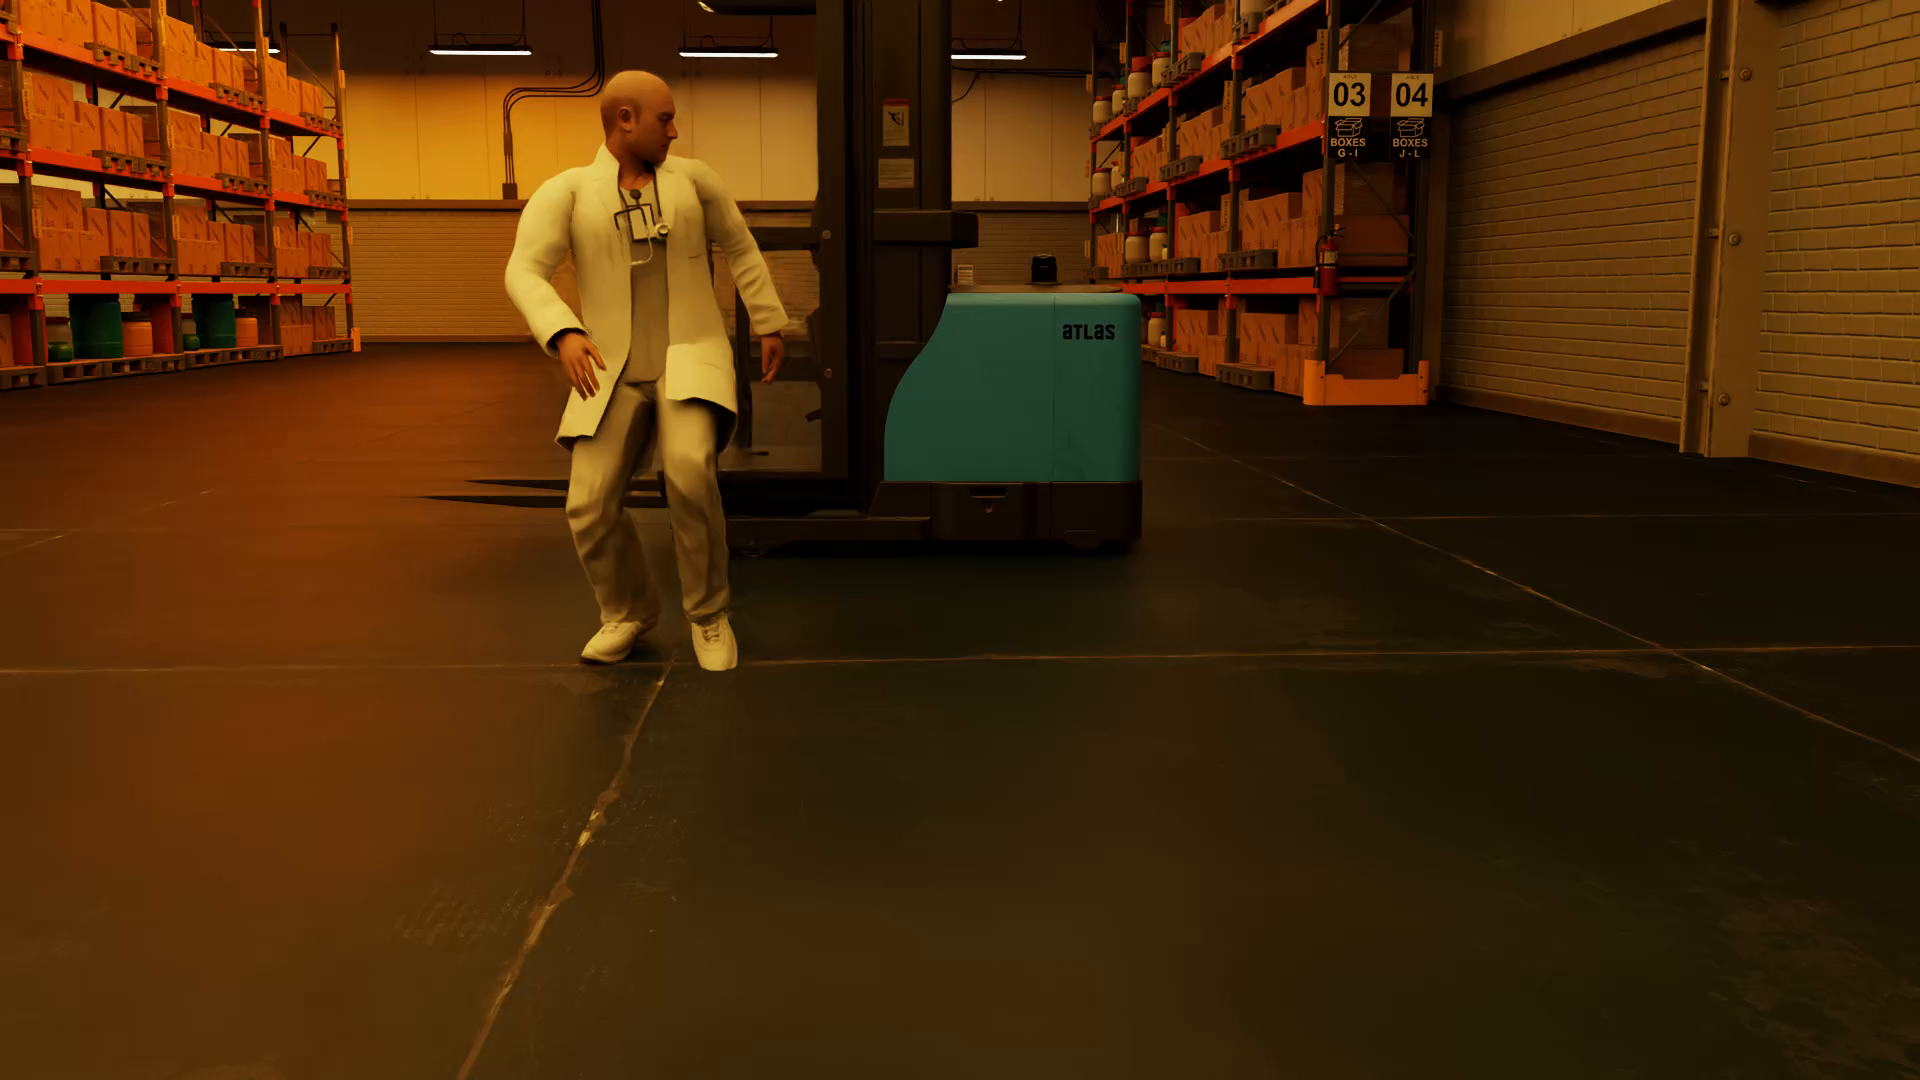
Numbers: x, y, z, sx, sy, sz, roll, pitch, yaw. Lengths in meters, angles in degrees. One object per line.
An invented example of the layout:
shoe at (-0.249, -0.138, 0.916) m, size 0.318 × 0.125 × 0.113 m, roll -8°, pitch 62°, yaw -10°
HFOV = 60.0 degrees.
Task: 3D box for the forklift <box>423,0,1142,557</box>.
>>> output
forklift at (-0.753, -1.458, 7.149) m, size 3.031 × 2.935 × 1.130 m, roll 0°, pitch 8°, yaw 1°

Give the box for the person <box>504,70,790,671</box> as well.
person at (-0.896, -0.476, 4.845) m, size 0.773 × 1.730 × 0.757 m, roll 0°, pitch 8°, yaw -3°
